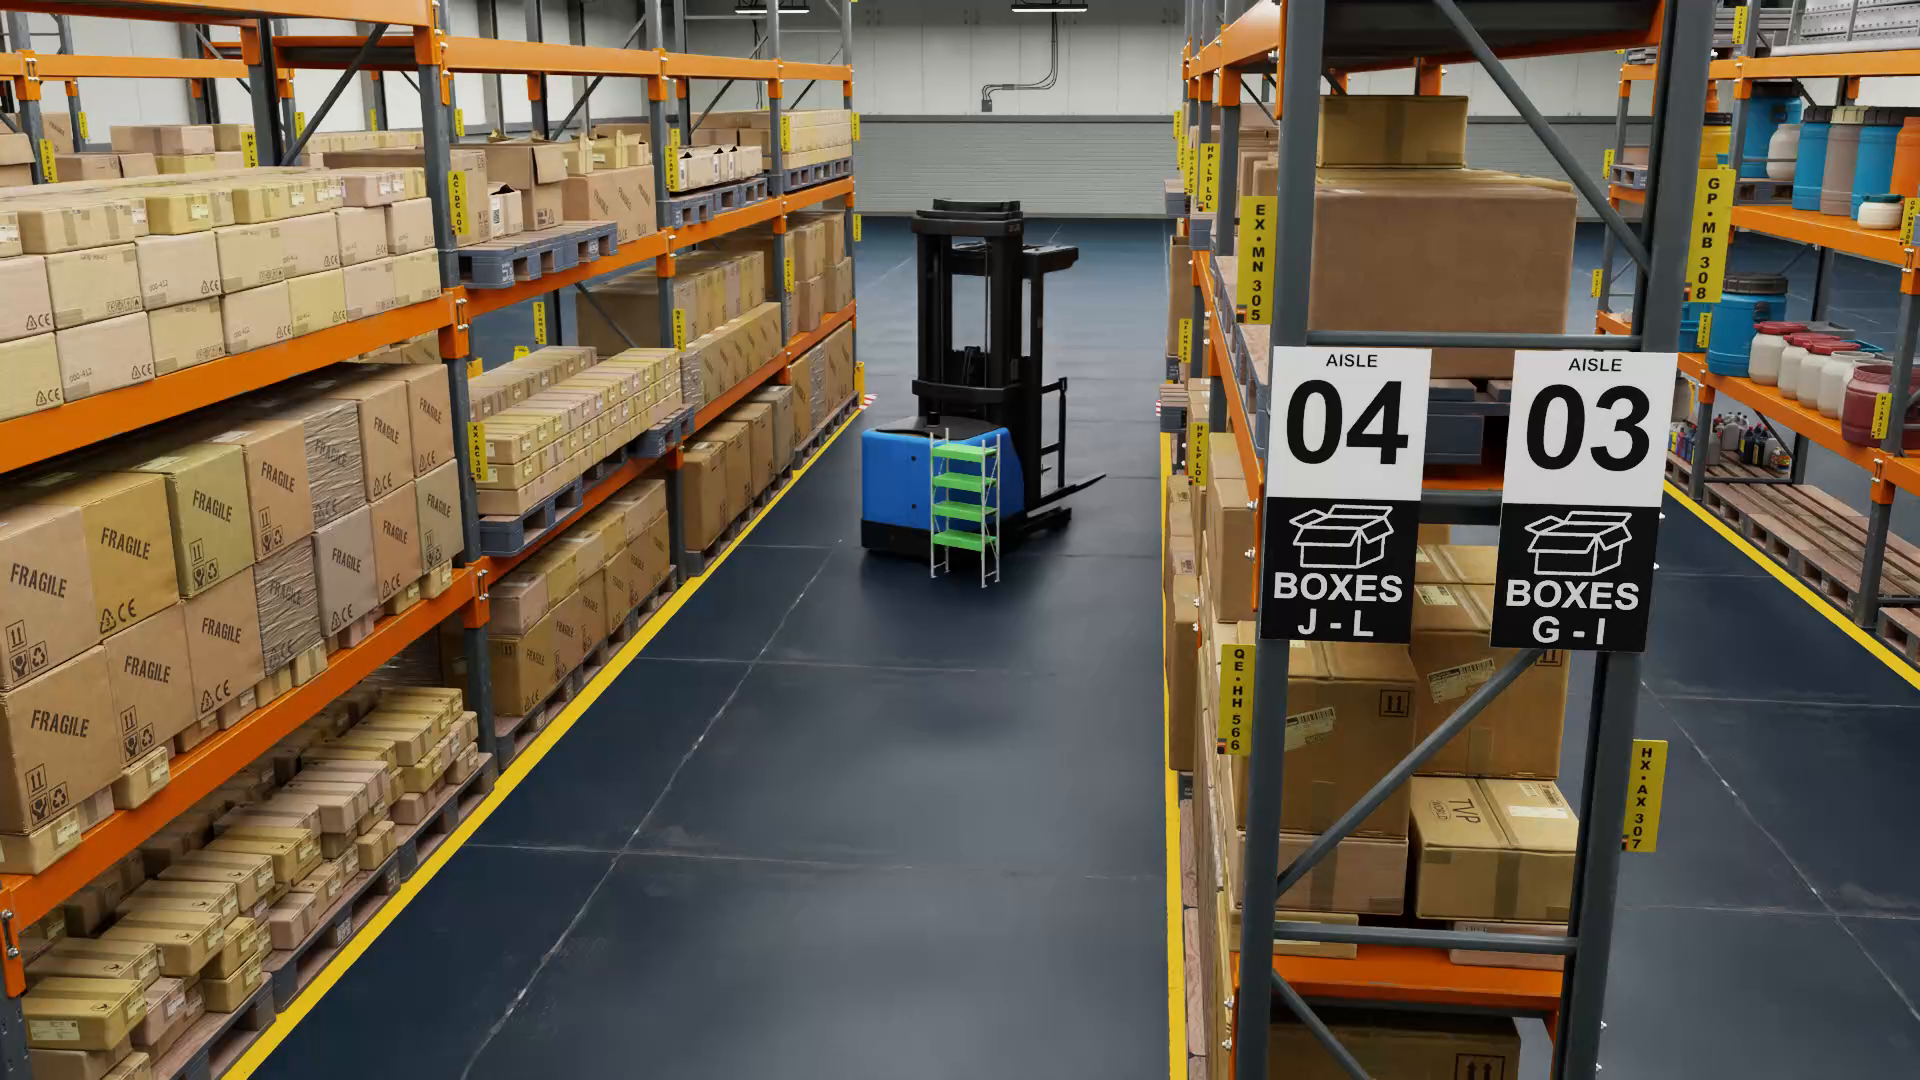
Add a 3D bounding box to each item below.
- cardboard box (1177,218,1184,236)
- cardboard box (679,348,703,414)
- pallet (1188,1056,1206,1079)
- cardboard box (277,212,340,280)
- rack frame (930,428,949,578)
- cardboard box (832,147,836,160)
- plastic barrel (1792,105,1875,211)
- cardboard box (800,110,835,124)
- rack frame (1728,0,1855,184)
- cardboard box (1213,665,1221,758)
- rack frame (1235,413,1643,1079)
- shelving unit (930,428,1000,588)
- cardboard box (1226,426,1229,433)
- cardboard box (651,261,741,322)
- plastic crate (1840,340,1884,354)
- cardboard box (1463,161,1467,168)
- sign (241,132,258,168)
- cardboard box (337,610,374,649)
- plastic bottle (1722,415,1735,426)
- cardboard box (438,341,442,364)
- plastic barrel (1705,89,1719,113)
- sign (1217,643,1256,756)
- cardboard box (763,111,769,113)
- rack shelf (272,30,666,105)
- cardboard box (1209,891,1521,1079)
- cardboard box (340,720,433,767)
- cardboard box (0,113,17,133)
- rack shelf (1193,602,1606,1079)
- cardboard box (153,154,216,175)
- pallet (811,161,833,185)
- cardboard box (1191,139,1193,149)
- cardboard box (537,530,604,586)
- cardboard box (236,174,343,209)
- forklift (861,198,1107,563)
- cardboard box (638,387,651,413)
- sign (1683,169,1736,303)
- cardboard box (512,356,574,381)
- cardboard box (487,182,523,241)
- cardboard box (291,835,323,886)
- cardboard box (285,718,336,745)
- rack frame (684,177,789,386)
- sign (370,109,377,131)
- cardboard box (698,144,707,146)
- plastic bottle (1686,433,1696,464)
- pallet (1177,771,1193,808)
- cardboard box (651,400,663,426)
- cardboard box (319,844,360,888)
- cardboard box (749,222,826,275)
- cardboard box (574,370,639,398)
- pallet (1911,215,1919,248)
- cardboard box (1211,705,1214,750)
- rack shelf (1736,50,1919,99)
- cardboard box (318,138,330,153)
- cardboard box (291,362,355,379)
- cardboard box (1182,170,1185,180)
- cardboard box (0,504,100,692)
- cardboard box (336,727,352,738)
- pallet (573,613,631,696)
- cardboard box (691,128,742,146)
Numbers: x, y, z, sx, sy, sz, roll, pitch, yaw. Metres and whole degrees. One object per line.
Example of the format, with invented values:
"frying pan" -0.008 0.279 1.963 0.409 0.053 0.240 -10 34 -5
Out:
"cardboard box" 2.660 -3.294 18.422 0.500 0.500 0.500 2 15 6
"cardboard box" -2.389 -1.268 13.413 0.500 0.500 0.500 2 15 7
"pallet" 1.318 2.273 5.853 1.003 0.211 1.213 2 15 6
"cardboard box" -3.084 -1.293 7.282 0.500 0.250 0.500 2 15 9
"rack frame" -0.165 -0.296 13.457 0.015 1.200 0.240 10 18 32
"cardboard box" -1.621 -4.403 18.939 0.380 0.149 0.250 1 15 5
"plastic barrel" 7.740 -3.382 14.716 0.600 0.901 0.708 2 15 6
"cardboard box" -1.622 -4.788 18.834 0.380 0.149 0.250 2 15 6
"rack frame" 7.581 -4.726 14.901 1.000 3.000 0.127 2 15 6
"cardboard box" 1.212 0.668 6.163 0.500 0.250 0.500 1 15 4
"rack frame" 1.306 1.136 4.714 1.000 3.000 0.127 2 15 6
"shelving unit" 0.040 -0.261 13.330 0.503 1.200 0.258 10 18 32
"cardboard box" 1.910 -0.777 9.677 0.797 0.503 0.637 2 15 7
"cardboard box" -2.421 -2.286 15.263 0.700 0.500 0.500 2 15 7
"plastic crate" 7.766 -1.527 14.595 0.392 0.384 0.575 2 15 6
"cardboard box" 1.664 -1.305 6.806 0.700 0.500 0.500 2 15 9
"sign" -3.711 -1.977 8.734 0.100 0.325 0.005 2 15 6
"cardboard box" -3.024 0.404 7.904 0.380 0.149 0.250 1 15 4
"plastic bottle" 8.205 -1.212 17.771 0.152 0.276 0.135 2 15 7
"cardboard box" -6.567 -2.327 20.550 0.500 0.500 0.500 2 15 7
"plastic barrel" 8.104 -4.596 18.539 0.600 0.830 0.708 2 15 6
"sign" 0.768 0.443 4.604 0.100 0.325 0.005 2 15 6
"cardboard box" -2.333 -4.675 18.417 0.380 0.149 0.250 2 15 7
"rack shelf" -2.934 -2.948 10.469 1.077 0.370 4.000 2 15 6
"cardboard box" 1.299 1.791 5.559 0.875 0.875 0.875 2 15 6
"cardboard box" -2.952 1.045 8.569 0.380 0.149 0.250 2 15 6
"cardboard box" -11.691 -4.813 19.782 0.700 0.500 0.500 2 15 7
"rack shelf" 1.532 0.965 6.726 1.077 0.370 4.000 2 15 6
"cardboard box" -7.229 -3.427 15.327 0.500 0.250 0.500 2 15 7
"pallet" -2.014 -4.081 18.432 1.003 0.211 1.213 2 15 6
"cardboard box" 2.403 -3.313 14.420 0.797 0.503 0.637 2 15 9
"cardboard box" -2.694 0.114 11.041 0.500 0.250 0.500 2 15 8
"cardboard box" -3.076 -1.596 7.636 0.380 0.149 0.250 2 15 8
"forklift" 0.357 -1.556 14.803 1.130 2.935 3.031 9 18 30
"cardboard box" -2.396 -0.992 11.692 0.380 0.149 0.250 2 15 6
"sign" 1.857 -0.754 4.132 0.100 0.325 0.005 2 15 6
"cardboard box" -3.013 -1.232 12.010 0.380 0.149 0.250 2 15 6
"cardboard box" -2.852 -1.903 9.574 0.500 0.311 0.500 1 15 5
"cardboard box" -3.168 1.454 7.627 0.380 0.149 0.250 2 15 9
"cardboard box" -3.474 1.033 8.614 0.380 0.149 0.250 1 15 5
"rack frame" -2.257 -2.149 16.861 1.000 3.000 0.127 2 15 6
"sign" -7.275 -5.191 20.693 0.100 0.325 0.005 2 15 6
"cardboard box" -2.573 -3.633 15.868 0.258 0.266 0.396 1 15 5
"plastic bottle" 7.368 -0.940 16.622 0.144 0.351 0.185 1 15 5
"pallet" 1.769 1.242 9.663 1.003 0.211 1.213 2 15 6
"cardboard box" -2.366 -0.920 11.995 0.380 0.149 0.250 2 15 7
"cardboard box" -3.078 1.546 7.856 0.380 0.149 0.250 2 15 7
"cardboard box" -1.985 -3.257 18.603 0.875 0.550 0.500 2 15 6
"cardboard box" -2.428 -1.074 11.426 0.380 0.149 0.250 2 15 6
"pallet" 6.946 -1.954 10.758 1.003 0.211 1.213 2 15 6
"cardboard box" 1.192 0.759 6.590 0.380 0.149 0.250 2 15 7
"rack shelf" 7.356 -3.667 13.129 1.077 0.370 4.000 2 15 6
"cardboard box" -6.827 -4.120 17.360 0.380 0.149 0.250 2 15 8
"cardboard box" -3.453 -0.638 8.599 0.500 0.500 0.500 2 15 8
"cardboard box" 2.574 -3.745 17.307 0.500 0.250 0.500 2 15 6
"cardboard box" -3.297 0.181 5.571 0.500 0.500 0.500 2 15 6
"cardboard box" -3.458 1.109 8.901 0.380 0.149 0.250 2 15 7
"pallet" -2.938 0.753 11.472 1.003 0.211 1.213 2 15 6
"cardboard box" -2.456 -4.054 16.883 0.500 0.250 0.500 2 15 6
